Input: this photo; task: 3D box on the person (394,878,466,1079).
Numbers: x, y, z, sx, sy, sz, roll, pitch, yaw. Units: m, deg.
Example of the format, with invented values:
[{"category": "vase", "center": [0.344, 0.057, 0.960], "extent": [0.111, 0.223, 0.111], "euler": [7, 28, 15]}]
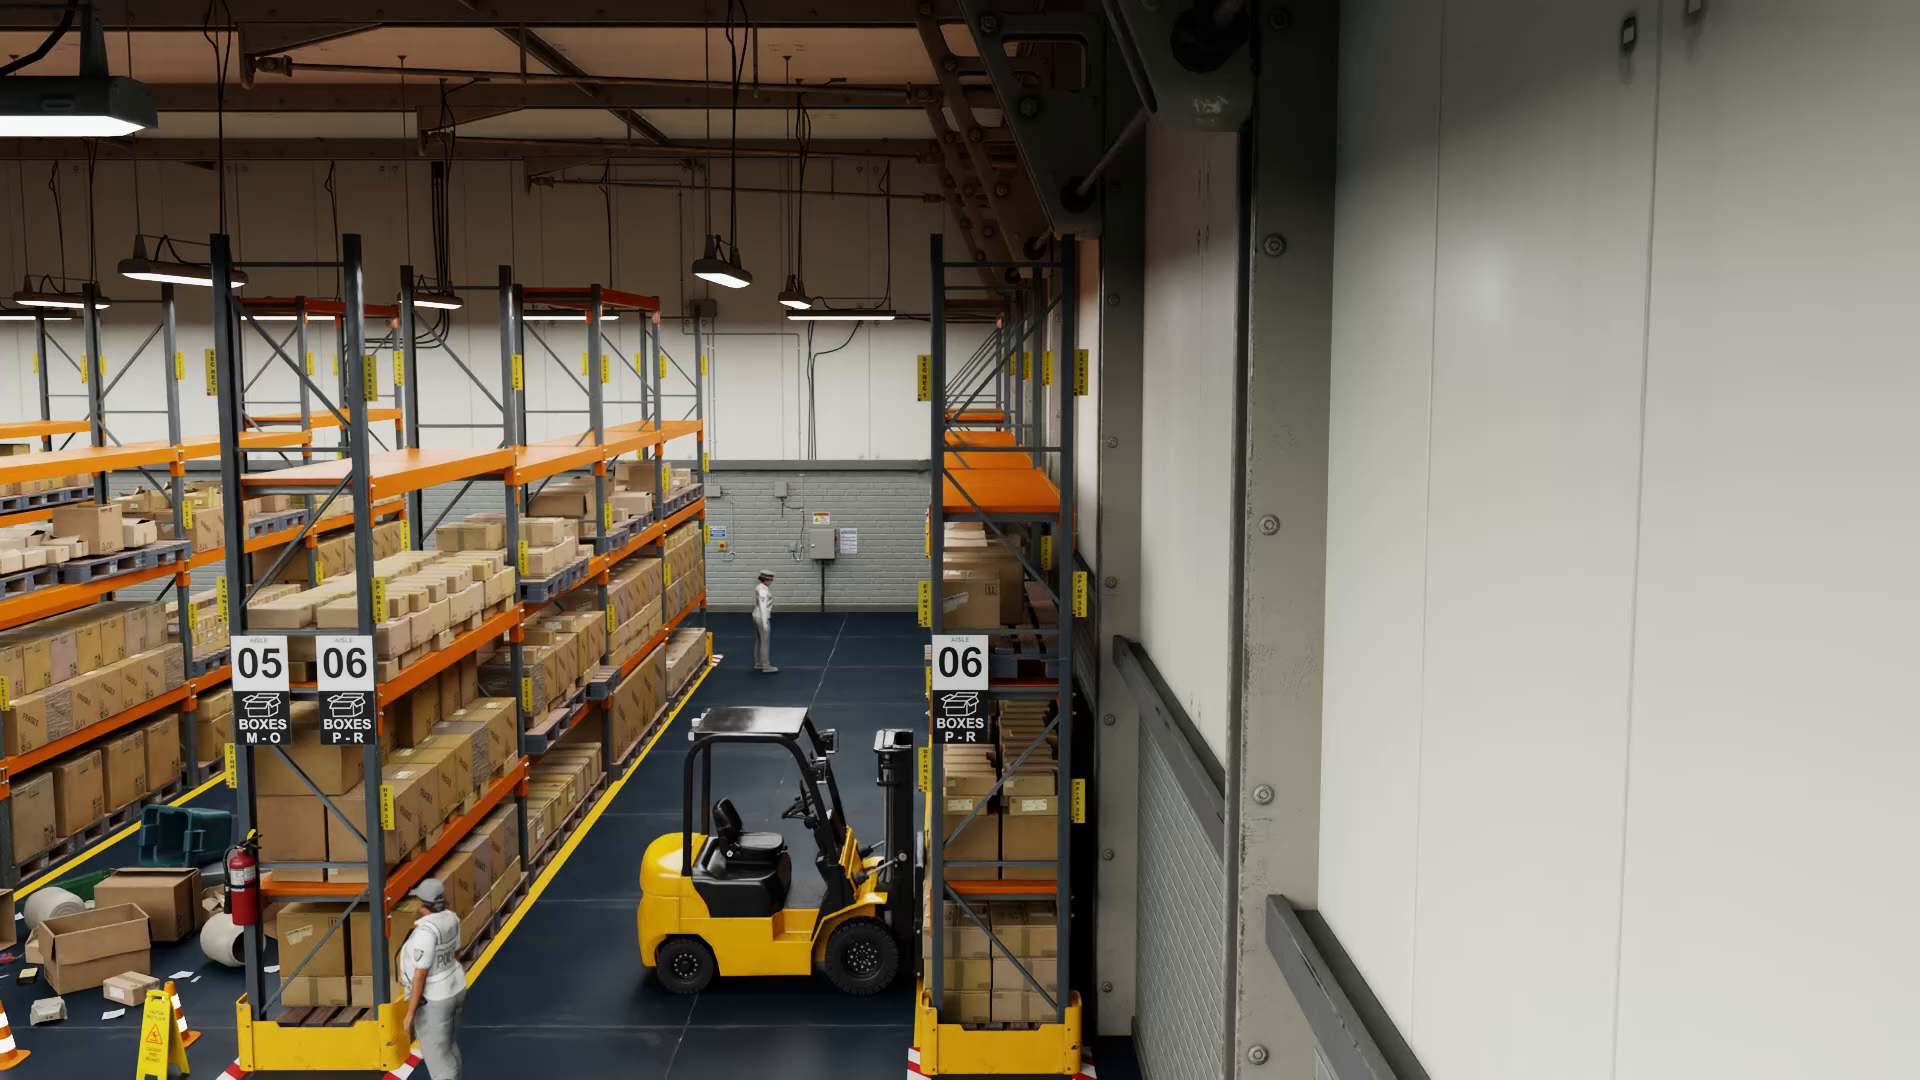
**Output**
[{"category": "person", "center": [-3.553, 3.118, 11.218], "extent": [0.418, 1.696, 0.531], "euler": [1, 6, 5]}]

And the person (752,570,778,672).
[{"category": "person", "center": [-3.207, 1.326, 27.289], "extent": [0.390, 1.665, 0.524], "euler": [-2, 7, -16]}]
